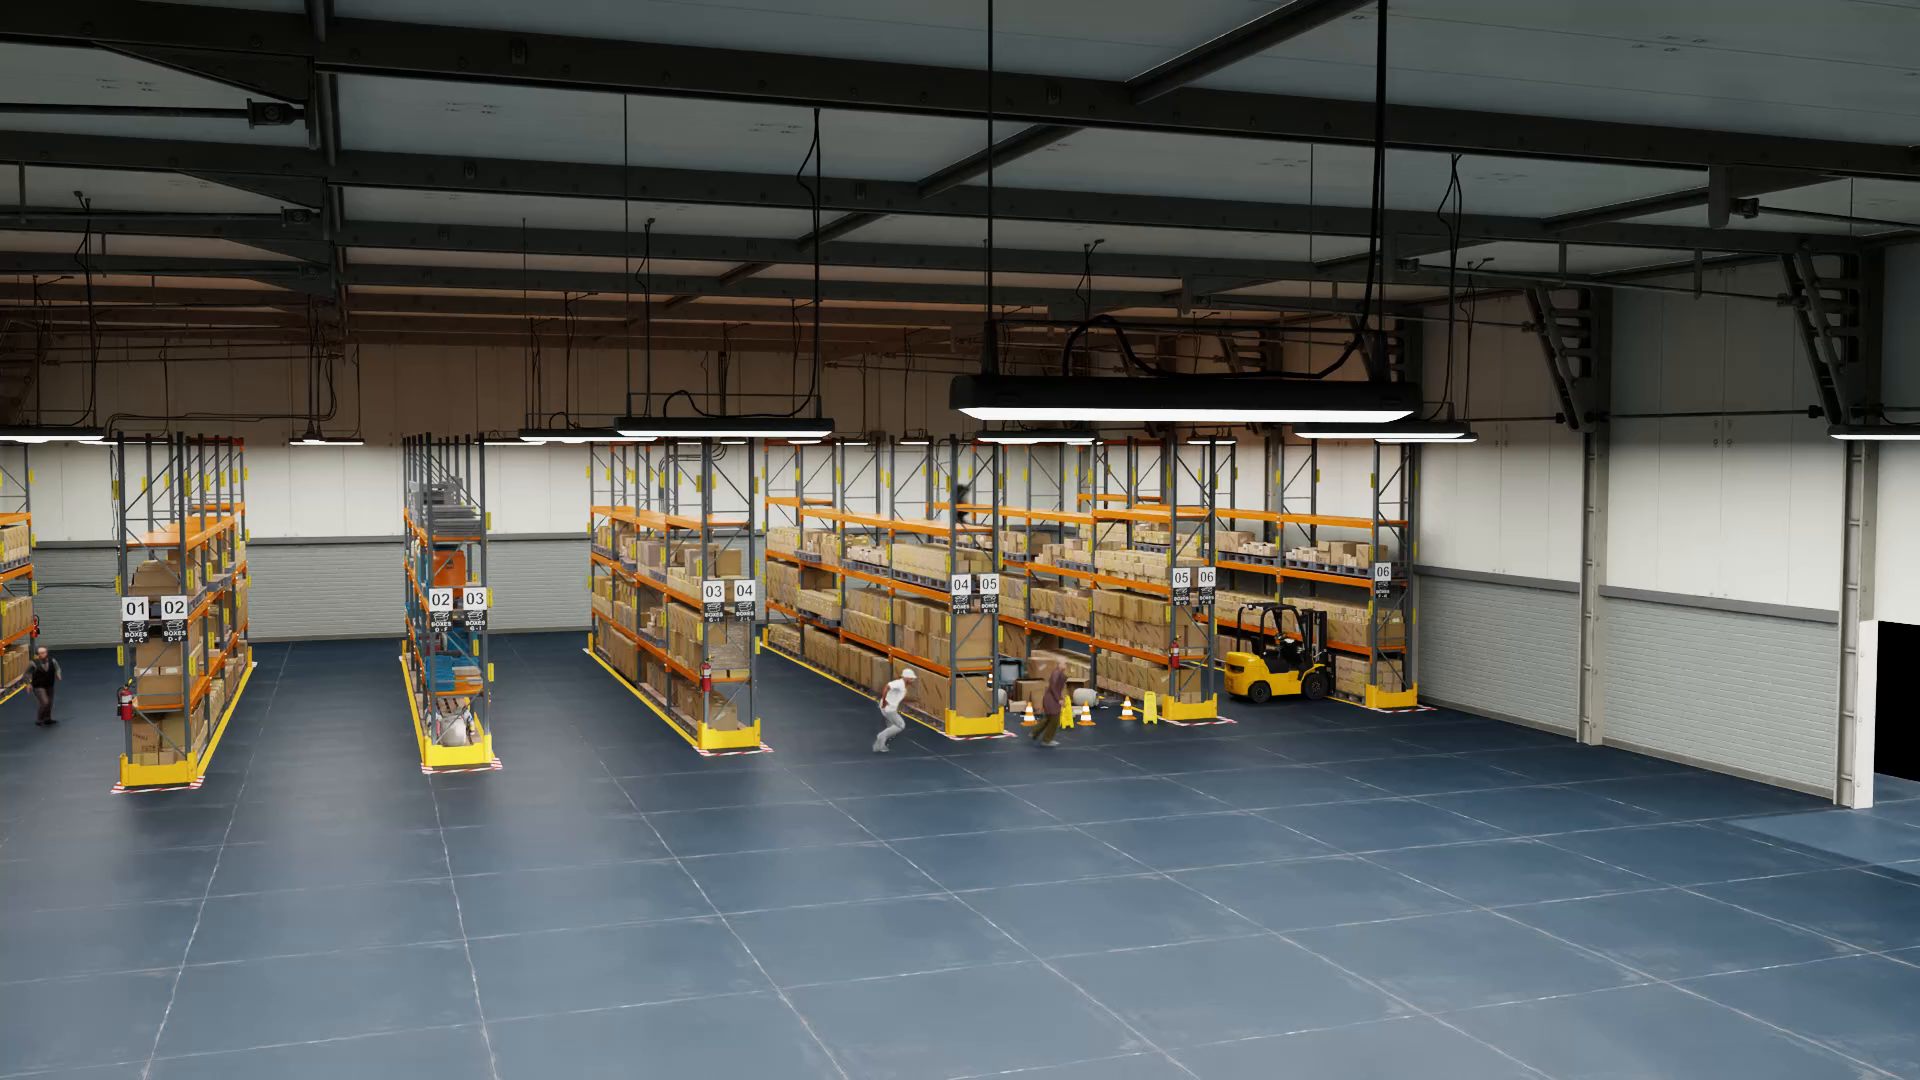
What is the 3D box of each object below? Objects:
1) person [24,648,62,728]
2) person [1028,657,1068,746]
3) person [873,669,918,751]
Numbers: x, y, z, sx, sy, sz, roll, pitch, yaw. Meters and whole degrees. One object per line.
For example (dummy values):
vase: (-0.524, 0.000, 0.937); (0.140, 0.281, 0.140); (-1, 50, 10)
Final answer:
person: (-18.787, 3.039, 34.179); (0.828, 1.678, 0.657); (1, 3, 25)
person: (1.688, 3.093, 31.943); (0.771, 1.716, 0.714); (0, 3, 5)
person: (-1.226, 3.200, 31.150); (0.862, 1.577, 0.738); (1, 3, 11)
